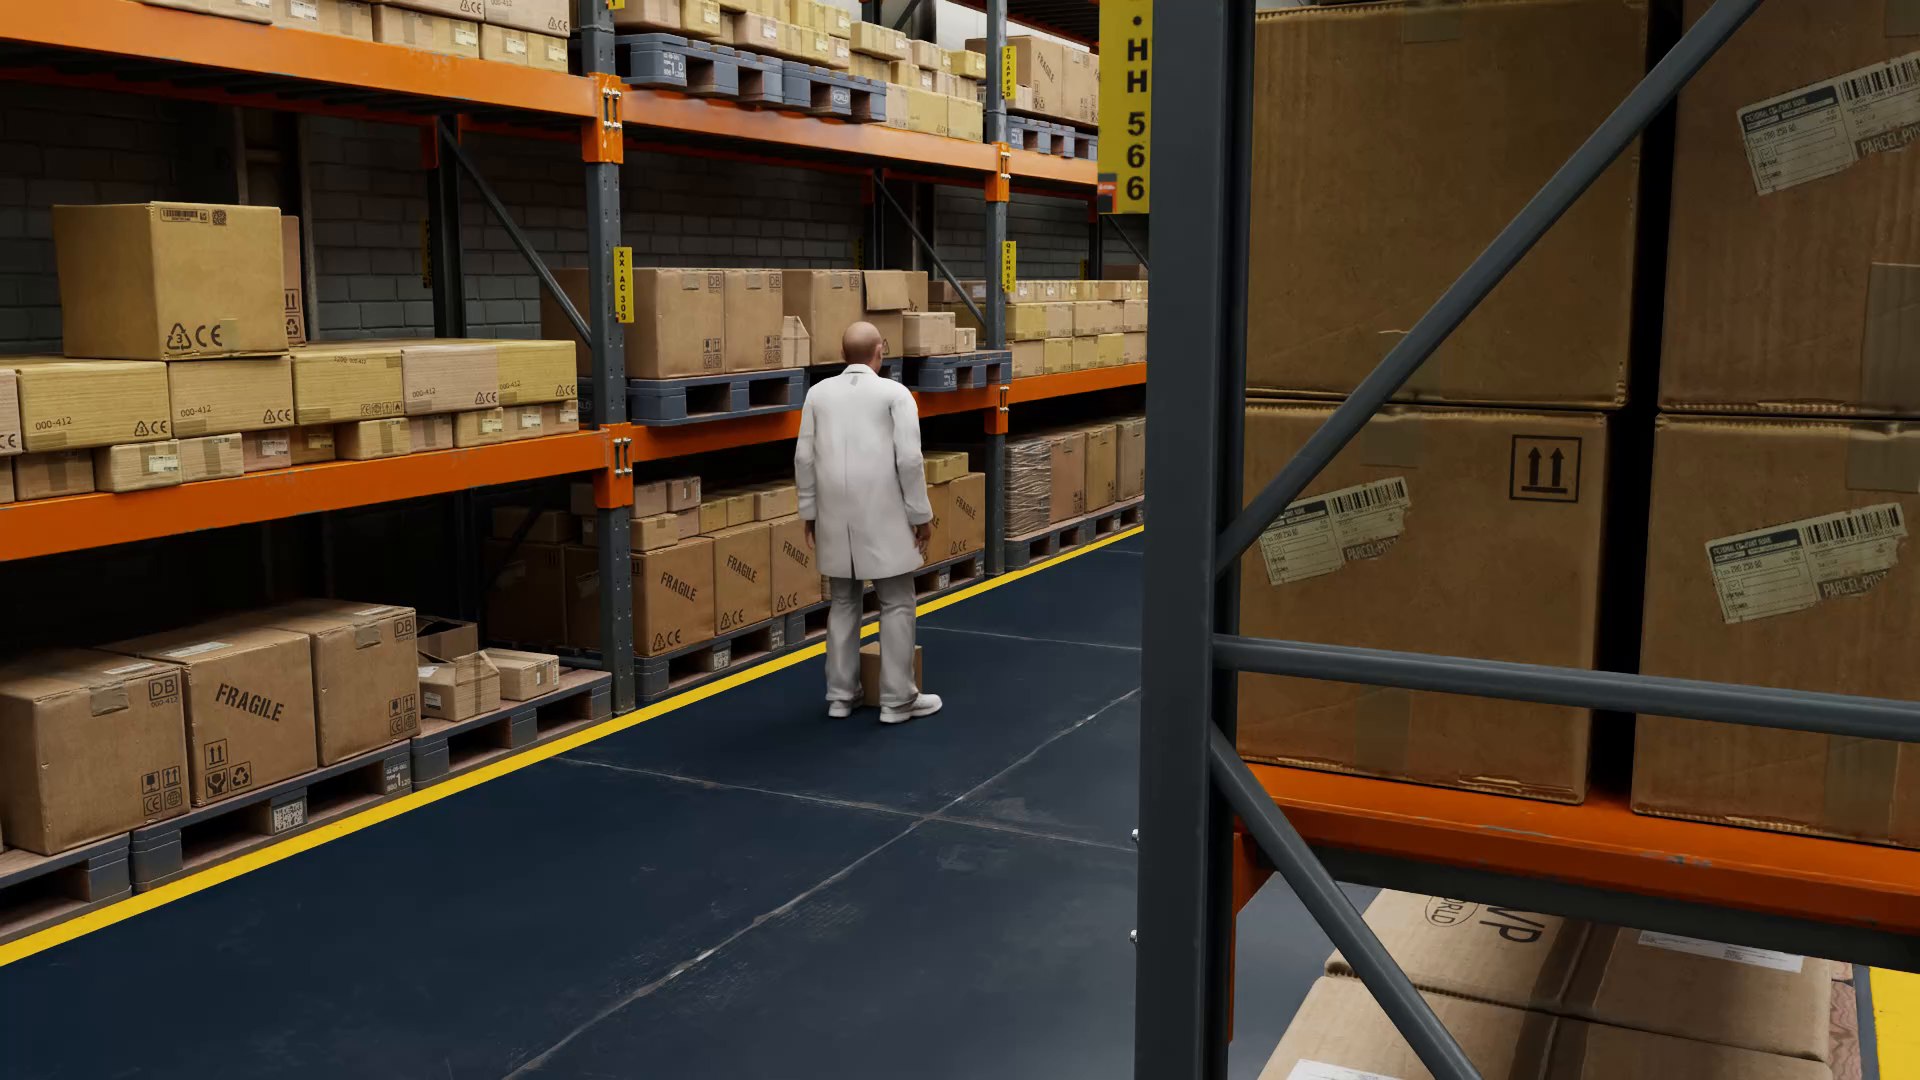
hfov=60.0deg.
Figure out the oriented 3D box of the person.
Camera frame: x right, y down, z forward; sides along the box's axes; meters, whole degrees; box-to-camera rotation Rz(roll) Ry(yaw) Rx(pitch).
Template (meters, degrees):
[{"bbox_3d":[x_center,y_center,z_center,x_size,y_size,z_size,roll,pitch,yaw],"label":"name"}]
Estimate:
[{"bbox_3d":[-0.428,-0.085,7.458,0.649,1.772,0.433,3,10,21],"label":"person"}]
